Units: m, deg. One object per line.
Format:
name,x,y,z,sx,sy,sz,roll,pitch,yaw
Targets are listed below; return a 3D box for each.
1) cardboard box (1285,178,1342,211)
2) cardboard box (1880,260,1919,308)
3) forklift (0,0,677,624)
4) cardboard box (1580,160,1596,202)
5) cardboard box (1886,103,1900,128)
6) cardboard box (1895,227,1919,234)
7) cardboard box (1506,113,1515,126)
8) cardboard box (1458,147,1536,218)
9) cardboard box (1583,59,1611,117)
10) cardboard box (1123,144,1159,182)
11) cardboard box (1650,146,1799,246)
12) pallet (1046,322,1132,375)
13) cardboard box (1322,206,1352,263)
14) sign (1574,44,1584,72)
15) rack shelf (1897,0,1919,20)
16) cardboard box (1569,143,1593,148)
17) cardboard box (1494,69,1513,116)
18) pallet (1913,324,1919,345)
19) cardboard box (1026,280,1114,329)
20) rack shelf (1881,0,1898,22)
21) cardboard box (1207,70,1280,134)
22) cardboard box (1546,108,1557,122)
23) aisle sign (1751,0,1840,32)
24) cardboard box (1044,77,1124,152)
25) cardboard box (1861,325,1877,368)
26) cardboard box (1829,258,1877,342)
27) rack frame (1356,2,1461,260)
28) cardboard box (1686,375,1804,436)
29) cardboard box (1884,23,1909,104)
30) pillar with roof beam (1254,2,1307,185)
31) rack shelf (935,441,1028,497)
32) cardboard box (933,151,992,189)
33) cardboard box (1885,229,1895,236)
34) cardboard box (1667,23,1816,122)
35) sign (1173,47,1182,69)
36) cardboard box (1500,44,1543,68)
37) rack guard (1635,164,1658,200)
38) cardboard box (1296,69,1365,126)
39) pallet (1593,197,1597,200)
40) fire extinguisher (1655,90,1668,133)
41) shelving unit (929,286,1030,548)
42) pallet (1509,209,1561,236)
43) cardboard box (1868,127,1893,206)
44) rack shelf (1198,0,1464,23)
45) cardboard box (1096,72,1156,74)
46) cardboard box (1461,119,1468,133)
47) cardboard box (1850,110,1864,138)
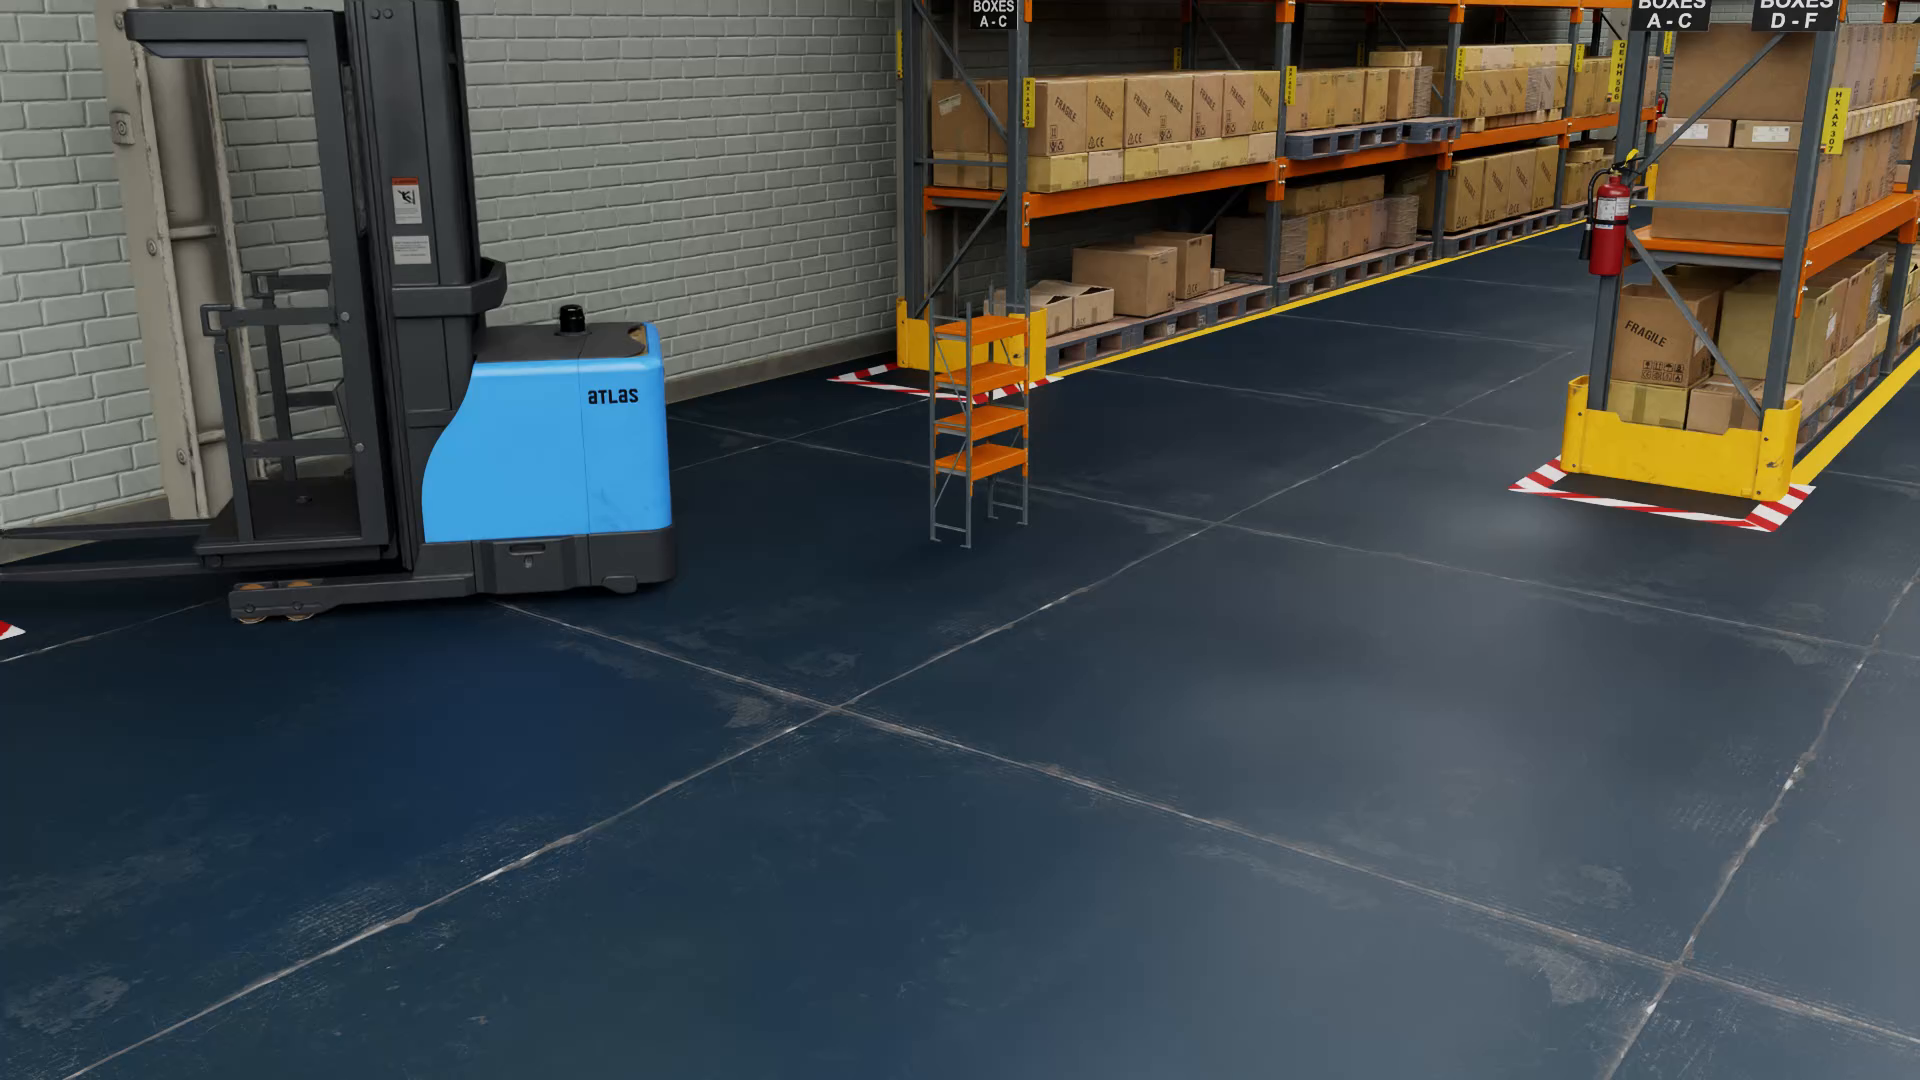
cardboard box,3.404,-3.389,16.308,0.500,0.250,0.500,12,21,33
cardboard box,6.839,-1.942,12.421,0.500,0.311,0.500,13,21,35
forklift,-2.845,-1.213,7.207,3.031,2.935,1.130,-3,18,-11
cardboard box,8.008,-4.798,22.142,0.700,0.500,0.500,12,21,34
cardboard box,5.944,-2.803,10.949,0.380,0.149,0.250,12,21,35
cardboard box,8.357,-2.547,14.369,0.500,0.311,0.500,12,21,34
cardboard box,6.245,-4.915,19.402,0.380,0.149,0.250,13,22,36
cardboard box,6.368,-4.296,19.936,0.750,0.750,0.750,13,22,36
cardboard box,7.954,-5.954,21.854,0.980,0.700,0.700,12,21,33
cardboard box,1.180,-2.898,12.738,0.500,0.250,0.500,12,21,34
cardboard box,4.297,-1.936,9.251,0.700,0.500,0.500,12,21,35
pallet,0.586,-1.527,12.806,1.003,0.211,1.213,12,21,35
cardboard box,3.441,-3.047,16.472,0.700,0.500,0.500,13,21,35
sign,7.620,-5.933,20.474,0.100,0.325,0.005,12,21,35
rack shelf,9.967,-5.250,16.247,1.077,0.370,4.000,12,21,35
cardboard box,8.537,-5.421,23.055,0.380,0.149,0.250,13,21,35
cardboard box,5.906,-5.070,18.809,0.500,0.500,0.500,12,21,34
pallet,7.526,-1.874,13.924,1.003,0.211,1.213,12,21,35
cardboard box,0.853,-1.864,12.982,0.500,0.311,0.500,15,22,39
rack shelf,7.584,-4.297,13.179,1.077,0.370,4.000,12,21,35
cardboard box,2.379,-3.735,14.169,0.500,0.500,0.500,12,21,35
cardboard box,7.073,-5.207,20.342,0.380,0.149,0.250,13,21,36
aisle sign,4.216,-2.951,8.305,0.394,0.787,0.004,12,21,35
cardboard box,0.857,-3.126,12.208,0.500,0.500,0.500,12,21,35
cardboard box,5.986,-1.353,11.471,0.500,0.250,0.500,12,21,35
cardboard box,5.689,-1.592,10.975,0.500,0.500,0.500,12,21,35
rack frame,4.795,-4.559,17.867,1.000,3.000,0.127,12,21,35
cardboard box,4.507,-0.755,9.546,0.500,0.250,0.500,12,21,35
cardboard box,5.833,-3.172,11.044,0.700,0.500,0.500,12,21,35
pillar with roof beam,6.783,-6.507,14.023,9.100,9.000,0.400,12,21,35
rack shelf,0.099,-0.359,8.272,0.258,0.148,0.480,12,21,35
cardboard box,0.151,-2.737,12.219,0.500,0.250,0.500,13,21,35
cardboard box,7.922,-2.640,14.671,0.500,0.311,0.500,12,21,33
cardboard box,4.329,-2.568,9.100,0.700,0.500,0.500,13,21,35
sign,1.964,-4.257,14.941,0.100,0.325,0.005,12,21,35
cardboard box,6.489,-5.671,19.480,0.500,0.250,0.500,13,21,36
rack guard,9.576,-5.277,24.392,1.175,0.500,0.348,12,21,35
cardboard box,3.448,-4.274,16.037,0.700,0.500,0.500,16,24,42
pallet,8.421,-4.639,22.827,1.003,0.211,1.213,12,21,35
fire extinguisher,10.022,-6.204,23.923,0.296,0.674,0.183,12,21,35
shelving unit,0.099,-0.612,8.193,0.258,1.200,0.503,12,21,35
pallet,6.779,-3.983,20.714,1.003,0.211,1.213,12,21,35
cardboard box,5.824,-2.546,11.216,0.700,0.500,0.500,12,21,34
rack shelf,3.603,-5.172,15.995,1.077,0.370,4.000,12,21,35
cardboard box,1.351,-3.587,13.692,0.500,0.500,0.500,13,22,36
cardboard box,5.334,-4.545,18.210,0.380,0.149,0.250,13,21,35
cardboard box,5.182,-2.499,9.972,0.380,0.149,0.250,12,21,34
